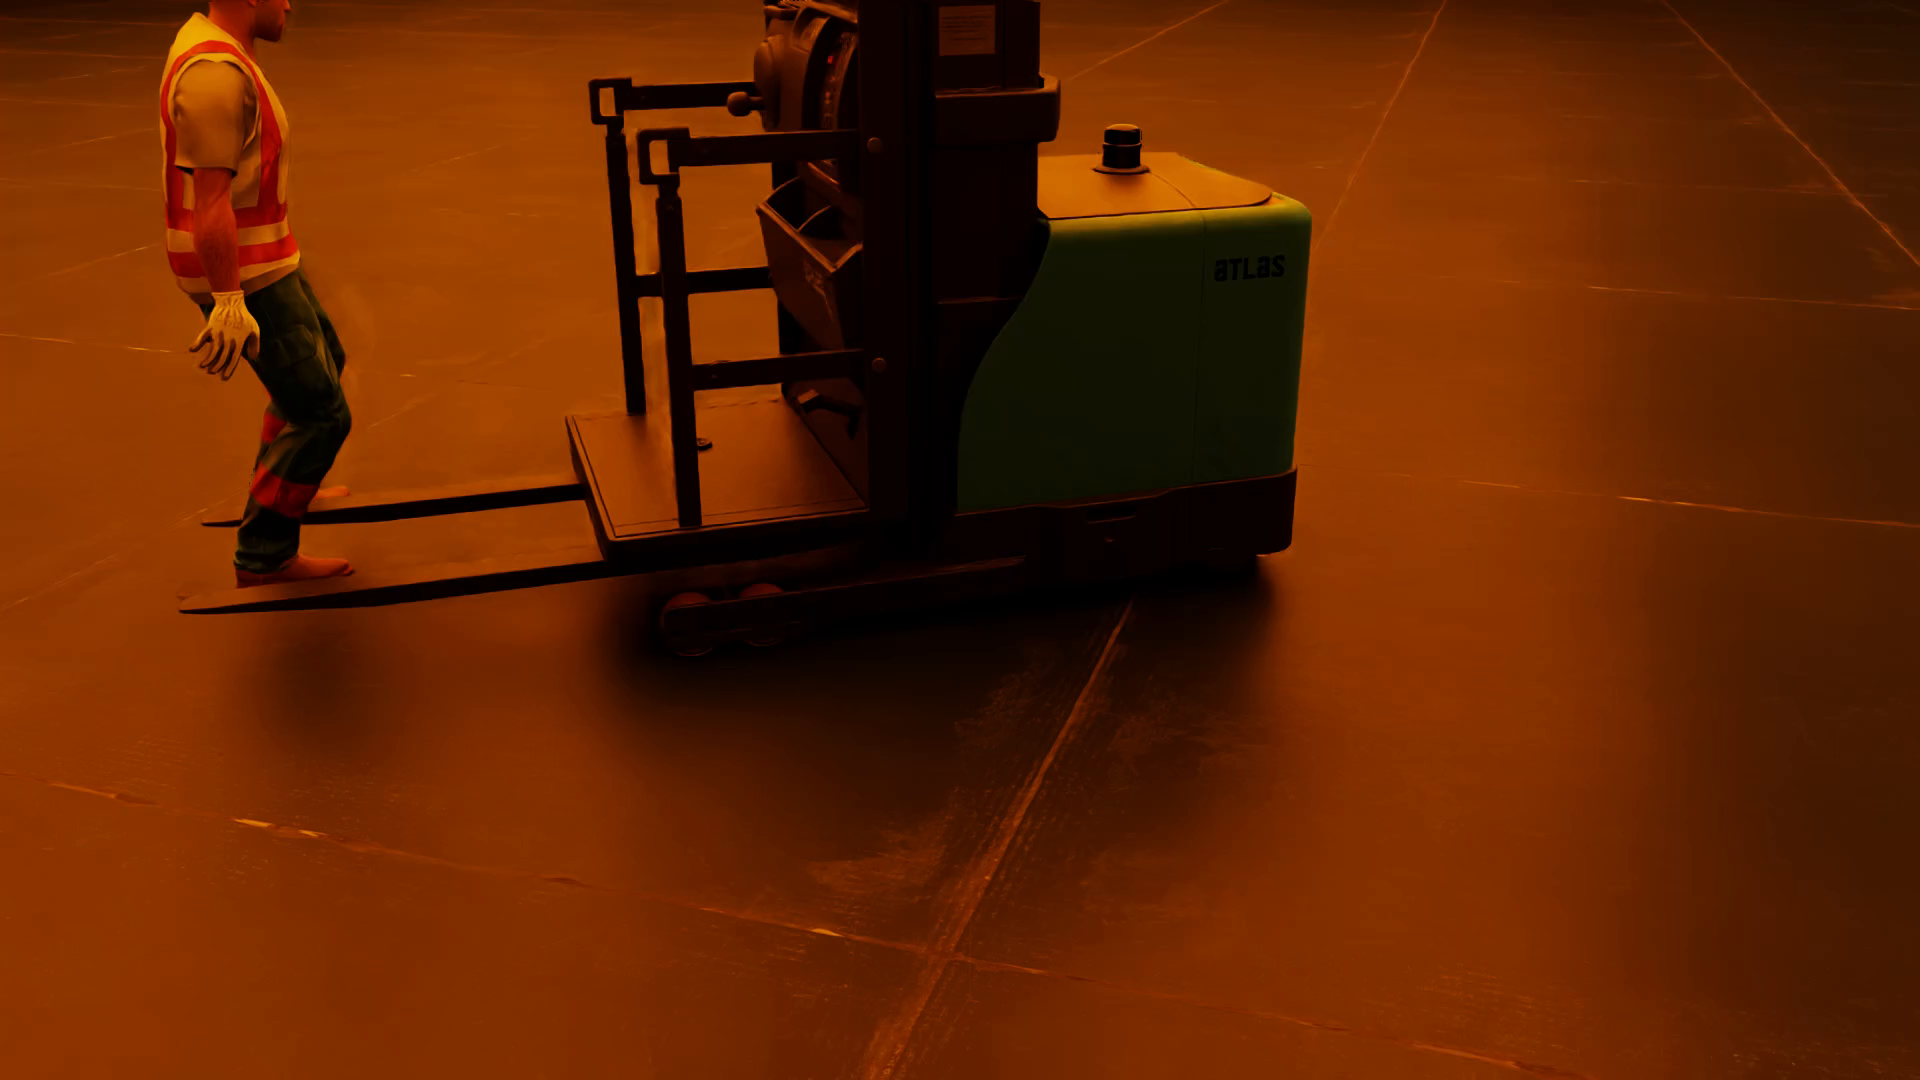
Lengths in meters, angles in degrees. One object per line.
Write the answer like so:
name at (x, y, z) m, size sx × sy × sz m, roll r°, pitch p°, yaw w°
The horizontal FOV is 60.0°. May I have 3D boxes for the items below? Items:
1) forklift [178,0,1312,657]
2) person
forklift at (-0.596, -1.273, 4.362) m, size 3.031 × 2.935 × 1.130 m, roll -7°, pitch 23°, yaw -17°
person at (-1.830, -0.718, 4.364) m, size 0.444 × 1.708 × 0.830 m, roll -10°, pitch 25°, yaw -23°
